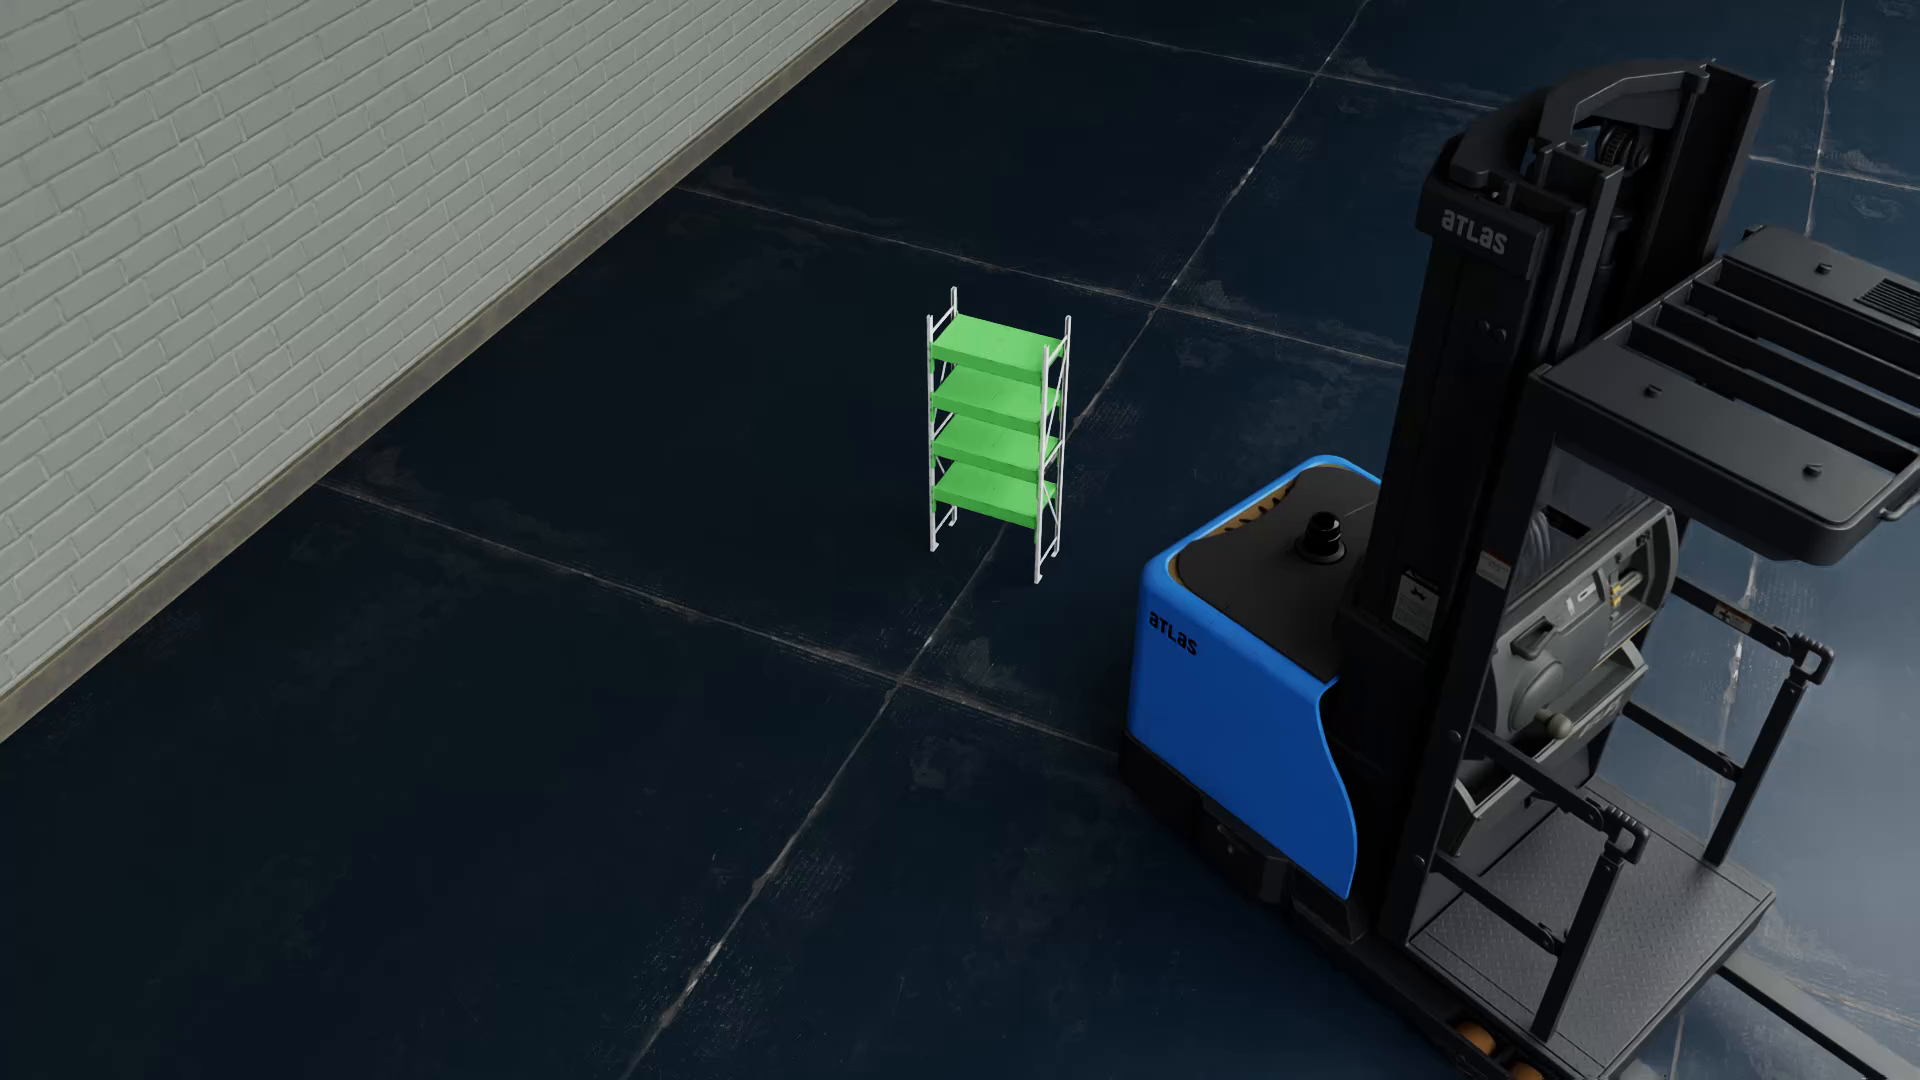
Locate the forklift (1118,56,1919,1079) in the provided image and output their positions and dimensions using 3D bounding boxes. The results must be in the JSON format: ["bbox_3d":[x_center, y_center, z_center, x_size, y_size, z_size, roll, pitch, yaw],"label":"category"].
[{"bbox_3d":[1.937,0.303,4.662,1.130,2.935,3.031,-30,49,-30],"label":"forklift"}]

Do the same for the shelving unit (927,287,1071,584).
[{"bbox_3d":[0.150,-0.408,6.804,0.503,1.200,0.258,17,44,19],"label":"shelving unit"}]

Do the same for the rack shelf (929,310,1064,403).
[{"bbox_3d":[0.150,-0.722,6.532,0.480,0.148,0.258,17,44,19],"label":"rack shelf"}]

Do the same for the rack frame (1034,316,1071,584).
[{"bbox_3d":[0.371,-0.340,6.726,0.015,1.200,0.240,17,44,19],"label":"rack frame"}]

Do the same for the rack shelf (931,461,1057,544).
[{"bbox_3d":[0.150,-0.178,7.003,0.480,0.148,0.258,17,44,19],"label":"rack shelf"}]

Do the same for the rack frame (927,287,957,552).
[{"bbox_3d":[-0.071,-0.475,6.882,0.015,1.200,0.240,17,44,19],"label":"rack frame"}]

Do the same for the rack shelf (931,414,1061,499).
[{"bbox_3d":[0.150,-0.359,6.846,0.480,0.148,0.258,17,44,19],"label":"rack shelf"}]

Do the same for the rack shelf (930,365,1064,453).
[{"bbox_3d":[0.150,-0.541,6.689,0.480,0.148,0.258,17,44,19],"label":"rack shelf"}]
